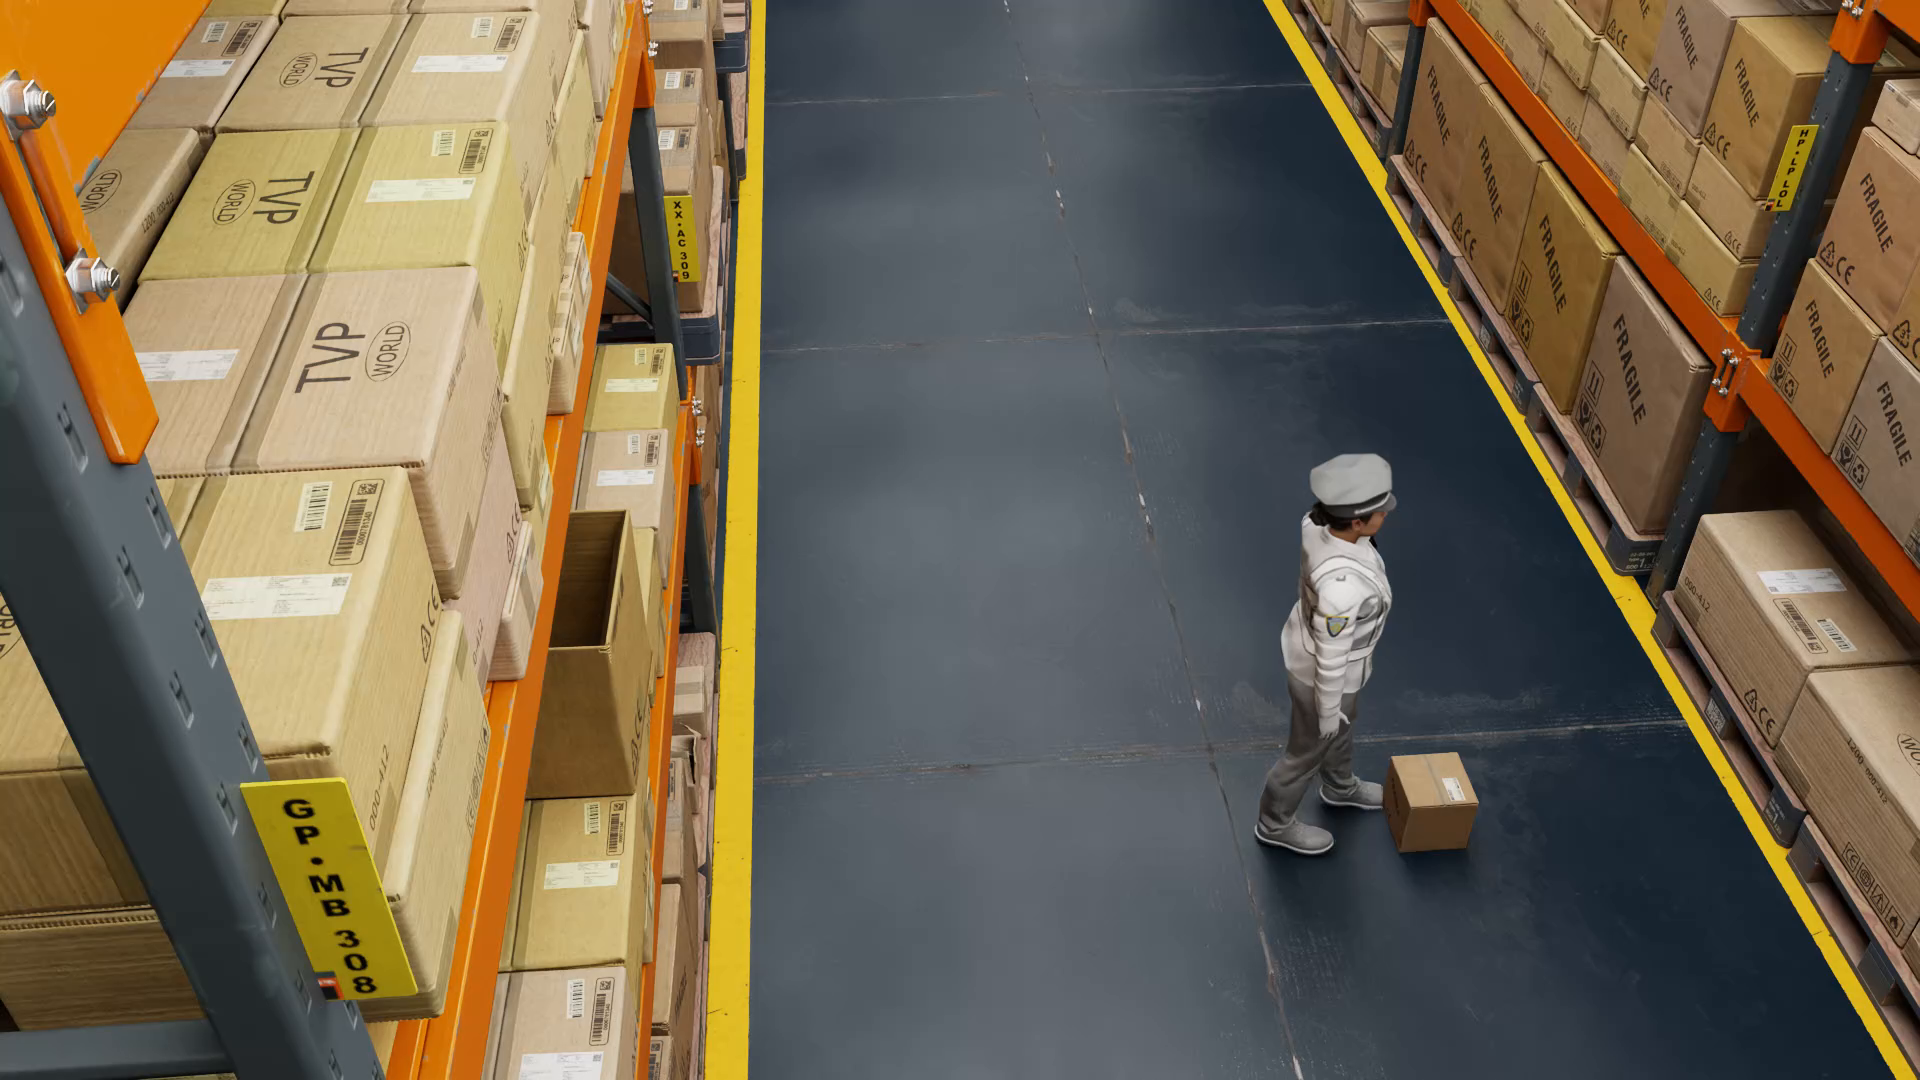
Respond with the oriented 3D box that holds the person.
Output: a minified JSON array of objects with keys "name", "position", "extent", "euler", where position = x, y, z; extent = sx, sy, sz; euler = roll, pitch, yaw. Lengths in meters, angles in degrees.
[{"name":"person","position":[1.350,0.411,5.632],"extent":[0.540,1.689,0.406],"euler":[2,39,2]}]
